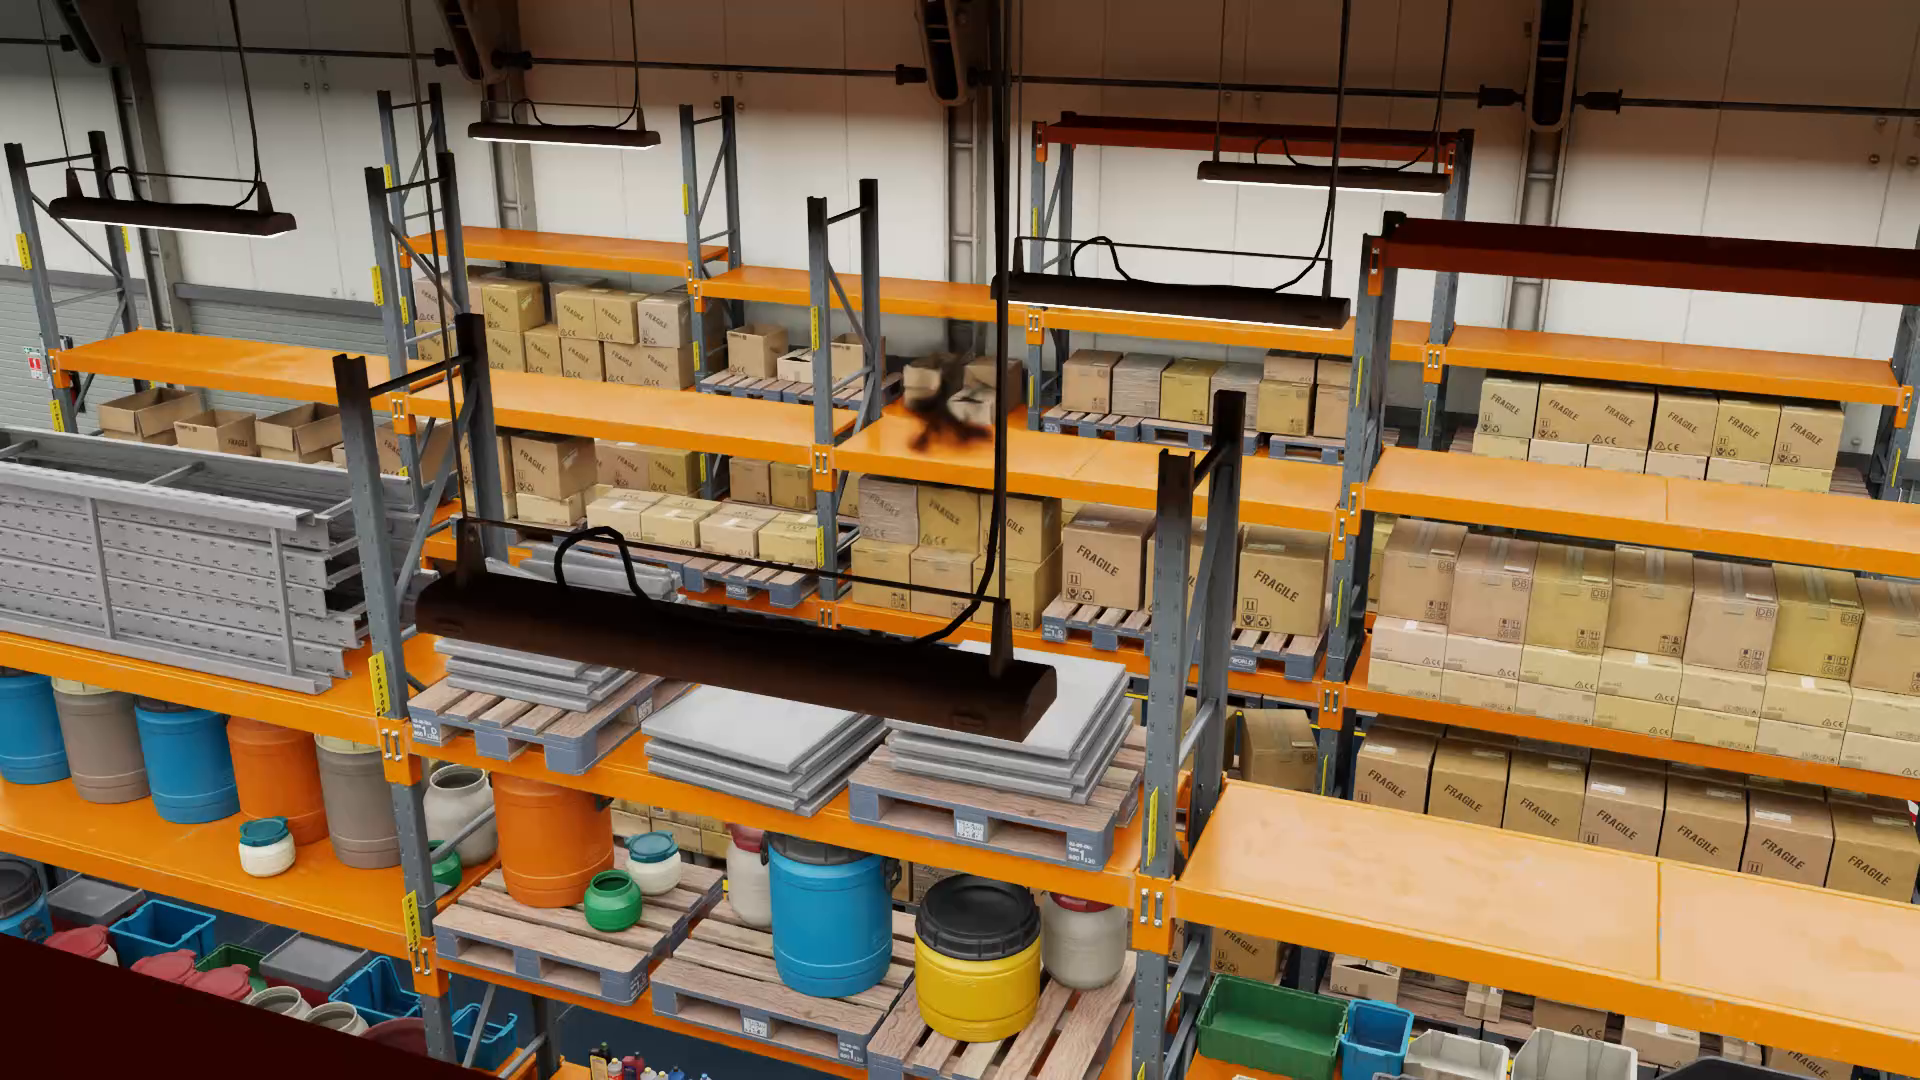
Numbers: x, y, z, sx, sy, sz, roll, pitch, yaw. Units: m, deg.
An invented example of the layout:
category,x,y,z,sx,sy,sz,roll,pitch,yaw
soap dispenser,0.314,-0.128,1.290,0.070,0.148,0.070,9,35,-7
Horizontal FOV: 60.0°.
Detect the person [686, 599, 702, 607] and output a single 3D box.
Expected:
category,x,y,z,sx,sy,sz,roll,pitch,yaw
person,-2.652,1.359,16.376,0.940,1.681,0.611,6,22,16
